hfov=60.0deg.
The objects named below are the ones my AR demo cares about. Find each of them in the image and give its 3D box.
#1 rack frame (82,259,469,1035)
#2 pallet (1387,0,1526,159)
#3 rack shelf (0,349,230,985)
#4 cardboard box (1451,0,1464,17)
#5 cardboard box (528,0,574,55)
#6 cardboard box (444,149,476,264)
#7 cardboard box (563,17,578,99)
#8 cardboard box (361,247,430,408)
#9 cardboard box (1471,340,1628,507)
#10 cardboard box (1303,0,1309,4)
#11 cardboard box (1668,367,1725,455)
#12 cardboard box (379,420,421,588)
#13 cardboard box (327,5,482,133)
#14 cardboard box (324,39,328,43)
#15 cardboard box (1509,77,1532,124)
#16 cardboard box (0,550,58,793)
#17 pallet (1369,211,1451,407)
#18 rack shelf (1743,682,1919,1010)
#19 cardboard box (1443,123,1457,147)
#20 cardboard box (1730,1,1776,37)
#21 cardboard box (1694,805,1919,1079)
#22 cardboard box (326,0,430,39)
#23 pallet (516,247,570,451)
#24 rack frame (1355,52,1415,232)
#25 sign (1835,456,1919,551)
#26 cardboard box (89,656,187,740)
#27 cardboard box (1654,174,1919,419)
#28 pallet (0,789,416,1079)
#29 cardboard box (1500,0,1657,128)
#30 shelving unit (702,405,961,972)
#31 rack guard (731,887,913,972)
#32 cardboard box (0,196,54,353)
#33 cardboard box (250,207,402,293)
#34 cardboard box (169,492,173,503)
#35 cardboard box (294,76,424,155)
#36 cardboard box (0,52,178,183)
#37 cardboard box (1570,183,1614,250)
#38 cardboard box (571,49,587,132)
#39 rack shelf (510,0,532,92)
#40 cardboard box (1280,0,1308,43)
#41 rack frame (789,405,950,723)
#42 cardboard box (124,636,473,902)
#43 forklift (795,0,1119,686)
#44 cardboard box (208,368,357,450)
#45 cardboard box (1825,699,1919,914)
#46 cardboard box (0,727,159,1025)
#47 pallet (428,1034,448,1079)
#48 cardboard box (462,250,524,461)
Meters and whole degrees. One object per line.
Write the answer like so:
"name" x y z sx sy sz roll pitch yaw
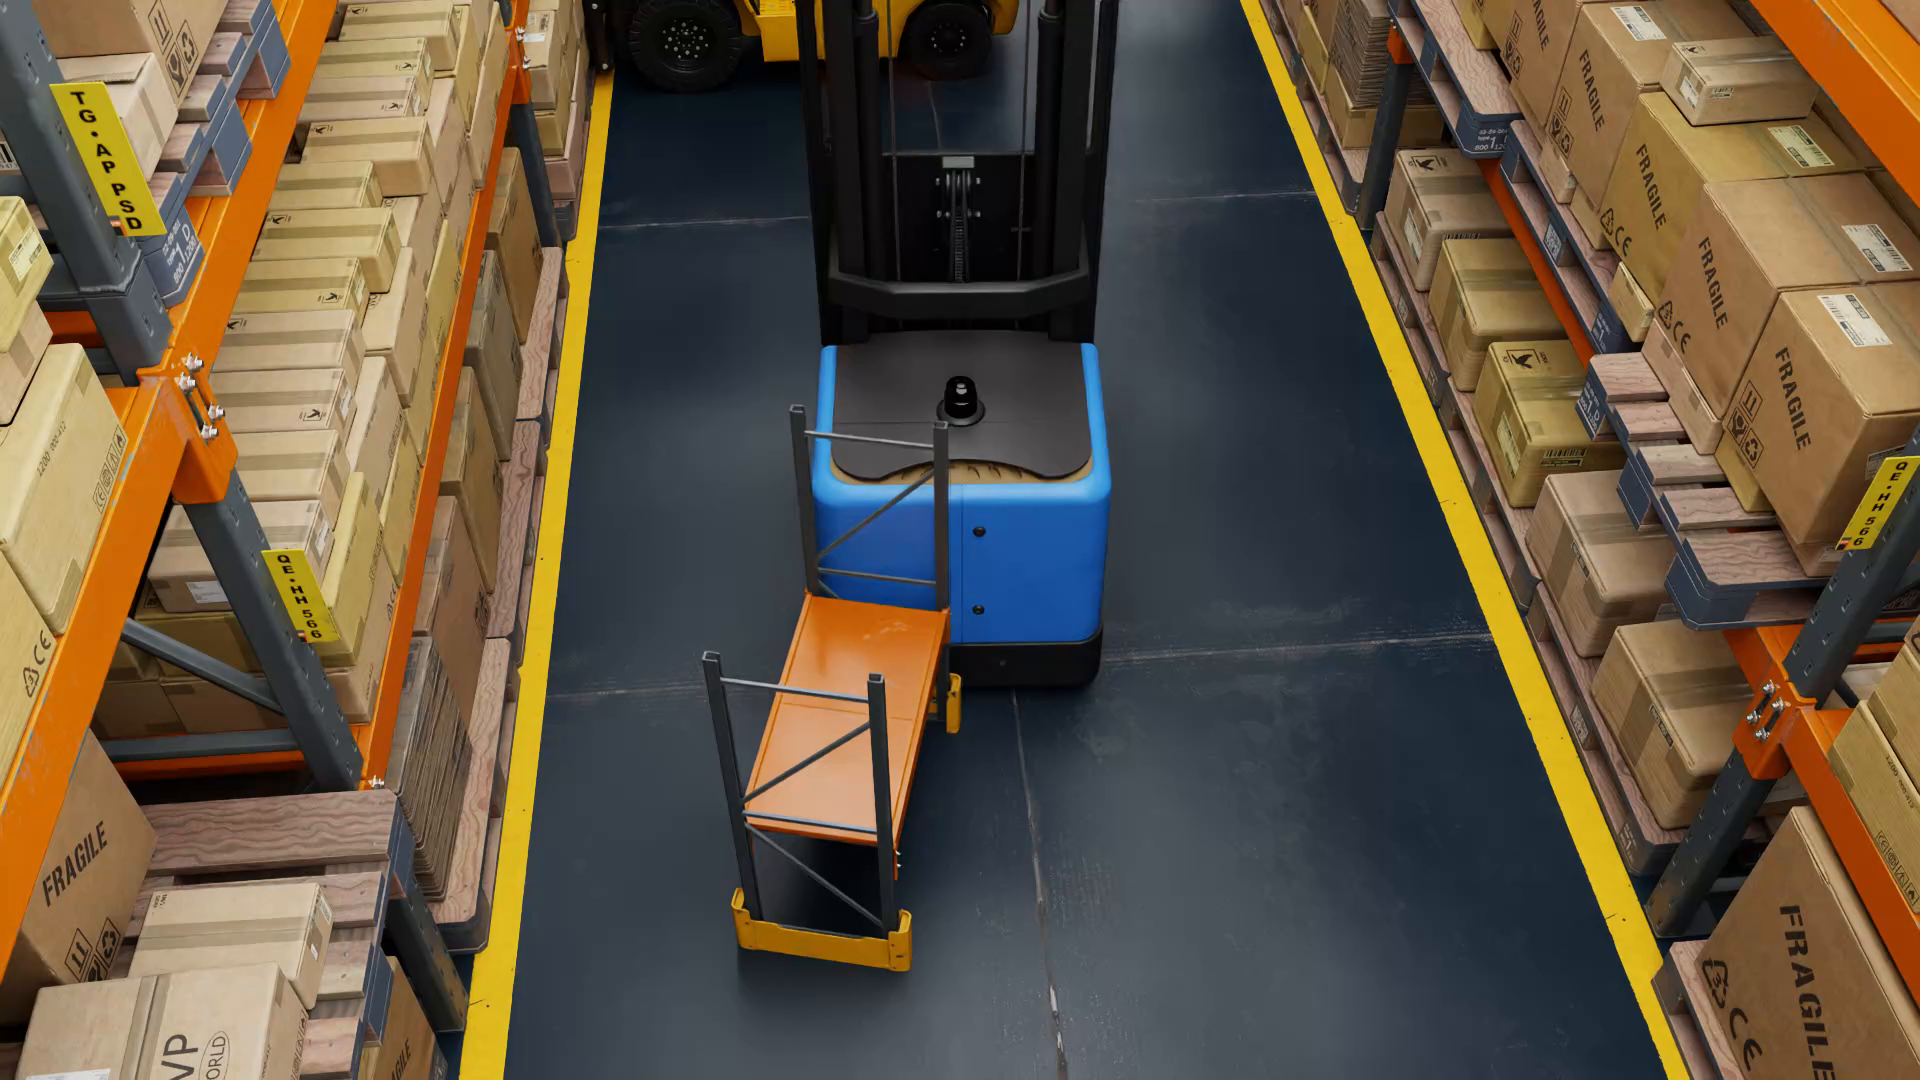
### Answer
"rack frame" -2.105 0.547 4.303 1.000 3.000 0.127 -3 47 -3
"pallet" 2.425 -2.024 6.870 1.003 0.211 1.213 -3 47 -3
"rack shelf" -1.938 1.209 2.105 1.077 0.370 4.000 -3 47 -3
"cardboard box" 2.237 -2.291 6.874 0.380 0.149 0.250 -3 47 -3
"cardboard box" -2.201 -2.630 8.227 0.500 0.250 0.500 -3 47 -3
"cardboard box" -2.079 -1.223 6.082 0.500 0.250 0.500 -3 47 -3
"cardboard box" -2.217 -2.451 8.402 0.500 0.250 0.500 -4 47 -4
"cardboard box" -1.966 -0.652 5.197 0.500 0.250 0.500 -5 47 -4
"cardboard box" 2.676 -0.491 6.806 0.950 0.372 0.625 -2 47 -2
"cardboard box" 2.100 -3.257 8.994 0.500 0.500 0.500 -1 47 -1
"cardboard box" 2.418 -0.408 5.091 0.380 0.149 0.250 -4 47 -4
"cardboard box" -1.936 -0.102 5.020 0.500 0.250 0.500 -4 47 -4
"cardboard box" -2.094 -1.756 6.243 0.500 0.250 0.500 -5 47 -4
"cardboard box" -2.621 -1.721 6.209 0.500 0.250 0.500 -4 47 -4
"cardboard box" 2.329 -1.721 6.334 0.380 0.149 0.250 -3 47 -3
"cardboard box" -1.778 0.287 2.586 0.500 0.250 0.500 -3 47 -3
"pallet" 2.572 -1.130 7.811 1.003 0.211 1.213 -3 47 -3
"rack shelf" 3.008 1.936 3.482 1.077 0.370 4.000 -3 47 -3
"cardboard box" 2.725 -2.294 8.598 0.500 0.250 0.500 -5 47 -5
"cardboard box" 2.898 -1.501 5.679 0.500 0.500 0.500 -5 47 -5
"cardboard box" 2.816 1.333 4.732 0.875 0.875 0.875 -4 47 -4
"cardboard box" -2.183 -2.005 6.204 0.380 0.149 0.250 -4 47 -3
"pallet" -2.340 -0.858 7.554 1.003 0.211 1.213 -3 47 -3
"rack frame" 2.506 -2.652 7.332 1.000 3.000 0.127 -3 47 -3
"sign" 2.301 -0.089 4.162 0.100 0.325 0.005 -3 47 -3
"cardboard box" -2.398 0.288 4.651 0.500 0.250 0.500 -4 47 -4
"cardboard box" 2.471 -0.724 4.944 0.500 0.500 0.500 -4 47 -4
"pallet" -1.979 1.099 3.912 1.213 0.211 1.003 -3 47 -3
"cardboard box" 2.329 -1.855 6.015 0.500 0.500 0.500 -4 47 -4
"shelving unit" -0.370 0.501 5.379 0.587 1.500 1.083 7 47 6
"rack guard" -0.452 1.288 5.495 0.587 0.250 0.087 7 47 6
"cardboard box" -1.782 -0.442 2.797 0.380 0.149 0.250 -2 47 -2
"cardboard box" -1.957 -0.893 5.150 0.380 0.149 0.250 -3 47 -2
"cardboard box" -2.465 -0.252 4.818 0.500 0.250 0.500 -3 47 -3
"cardboard box" -2.054 -1.449 5.677 0.380 0.149 0.250 -3 47 -3
"cardboard box" -1.832 -0.854 3.366 0.380 0.166 0.250 -4 47 -3
"cardboard box" 2.370 -1.155 5.798 0.380 0.149 0.250 -5 47 -5
"cardboard box" -2.209 -2.283 8.587 0.500 0.250 0.500 -4 47 -4
"rack shelf" -2.608 -3.547 8.675 1.077 0.370 4.000 -3 47 -3
"cardboard box" 2.096 -3.015 9.281 0.500 0.250 0.500 -3 47 -3
"rack frame" -0.286 0.130 5.730 0.500 1.500 0.032 7 47 6
"cardboard box" -2.144 0.767 5.441 0.875 0.625 0.625 -2 47 -2
"forklift" -0.014 -1.507 6.295 1.130 2.935 3.031 -1 47 -1
"cardboard box" -1.909 -0.337 4.624 0.380 0.149 0.250 -2 47 -2
"cardboard box" 2.631 0.663 4.296 0.500 0.250 0.500 -4 47 -4
"cardboard box" -2.218 0.750 3.753 0.500 0.500 0.500 -2 47 -1
"pallet" -2.081 2.048 4.802 1.003 0.211 1.213 -3 47 -3
"cardboard box" -2.328 -0.737 6.865 0.875 0.625 0.625 -4 47 -4
